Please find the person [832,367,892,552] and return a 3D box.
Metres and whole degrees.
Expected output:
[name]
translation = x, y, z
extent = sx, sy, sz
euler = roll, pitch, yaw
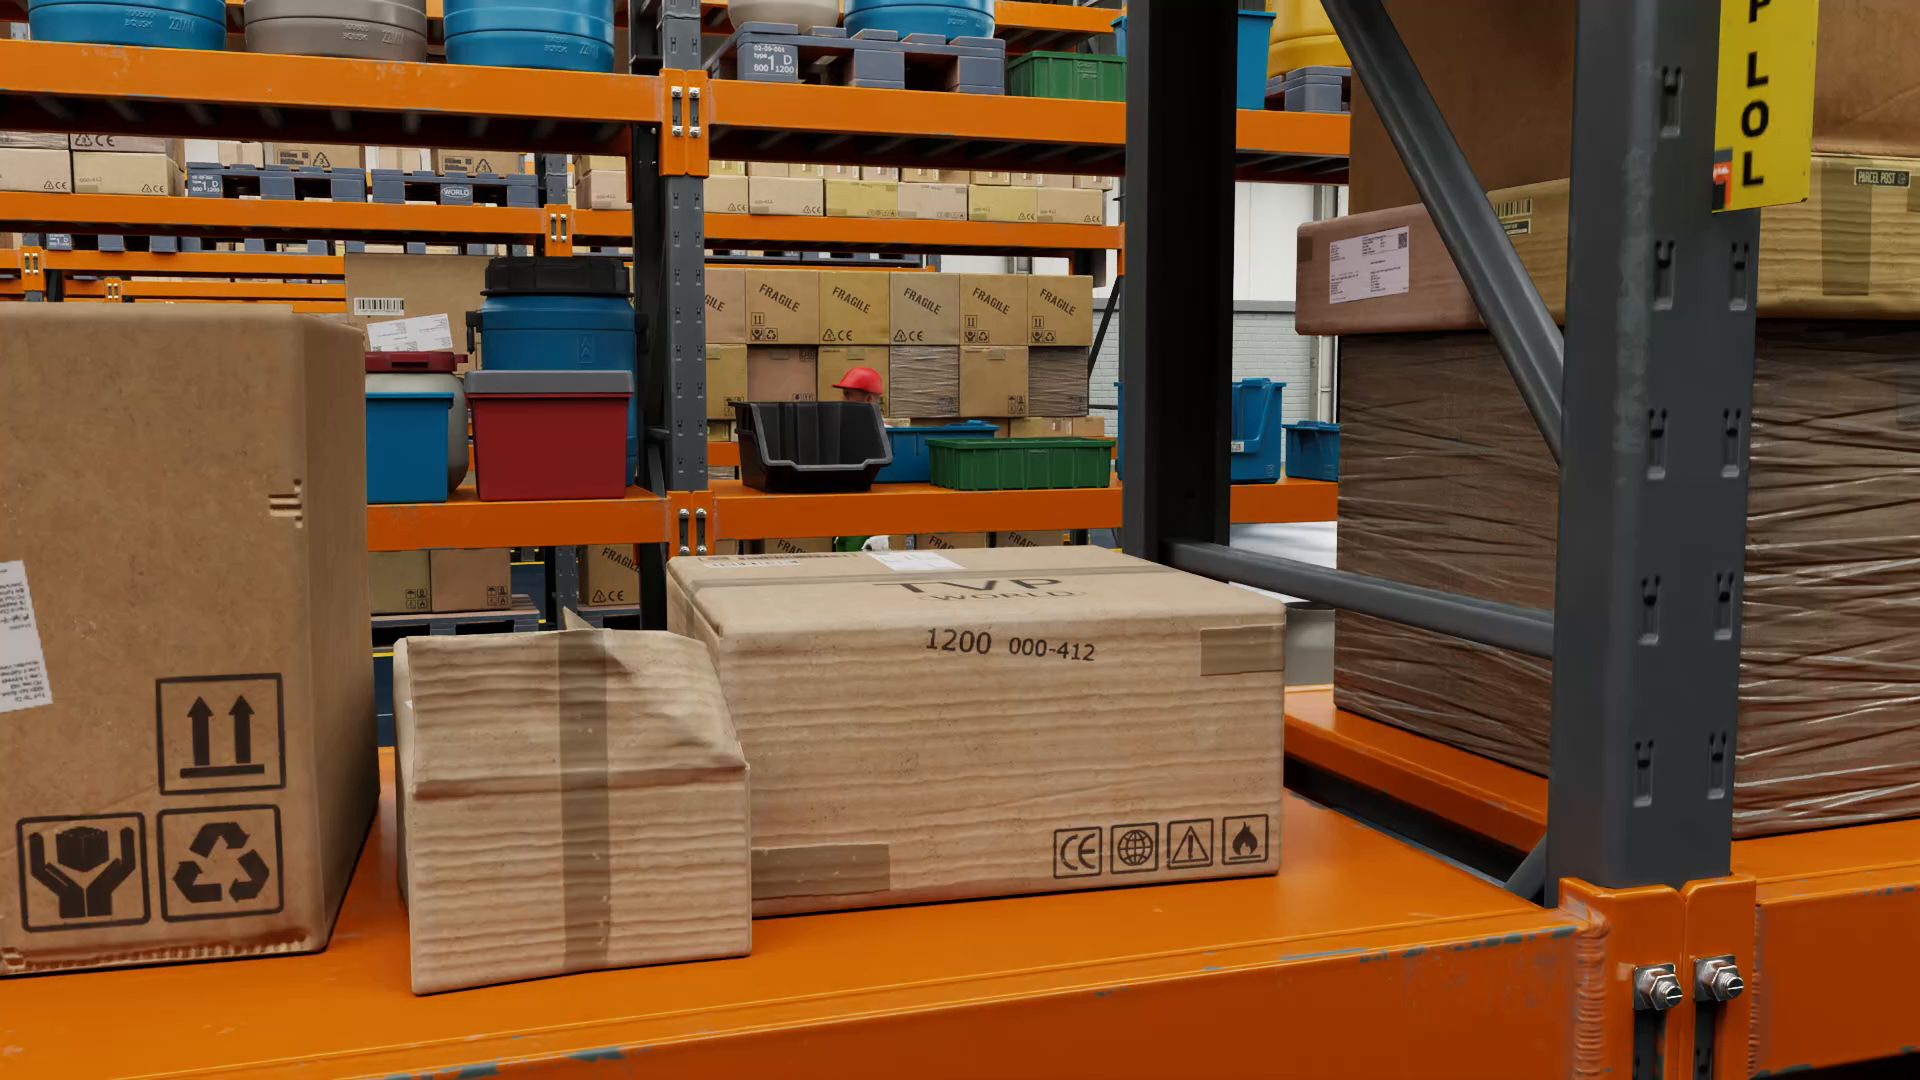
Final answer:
[person]
translation = -0.579, -0.029, 8.915
extent = 0.554, 1.791, 0.575
euler = -2, 6, -23
